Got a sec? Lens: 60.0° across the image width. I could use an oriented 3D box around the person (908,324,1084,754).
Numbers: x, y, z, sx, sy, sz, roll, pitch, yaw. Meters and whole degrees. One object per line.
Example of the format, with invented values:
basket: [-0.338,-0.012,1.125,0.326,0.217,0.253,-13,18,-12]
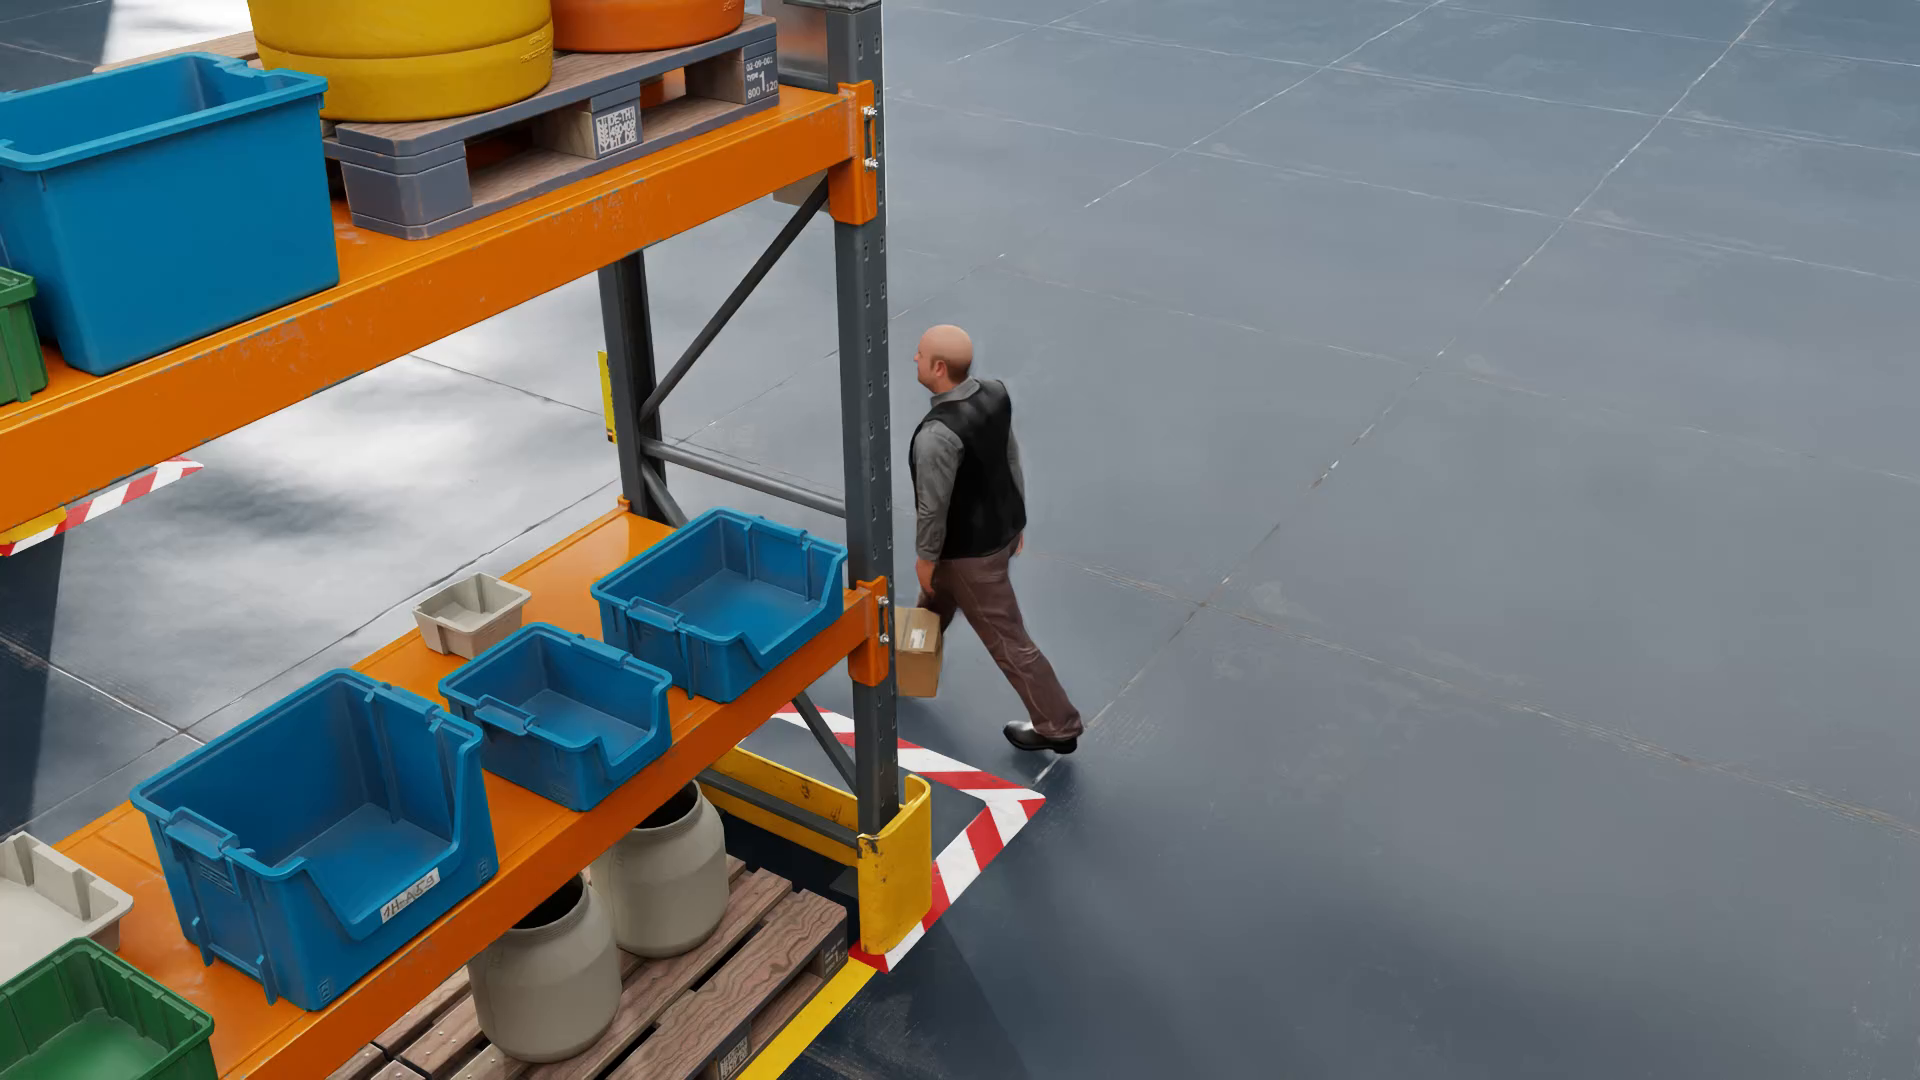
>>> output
person: [-0.016,-0.020,6.214,1.109,1.647,0.546,13,33,22]
